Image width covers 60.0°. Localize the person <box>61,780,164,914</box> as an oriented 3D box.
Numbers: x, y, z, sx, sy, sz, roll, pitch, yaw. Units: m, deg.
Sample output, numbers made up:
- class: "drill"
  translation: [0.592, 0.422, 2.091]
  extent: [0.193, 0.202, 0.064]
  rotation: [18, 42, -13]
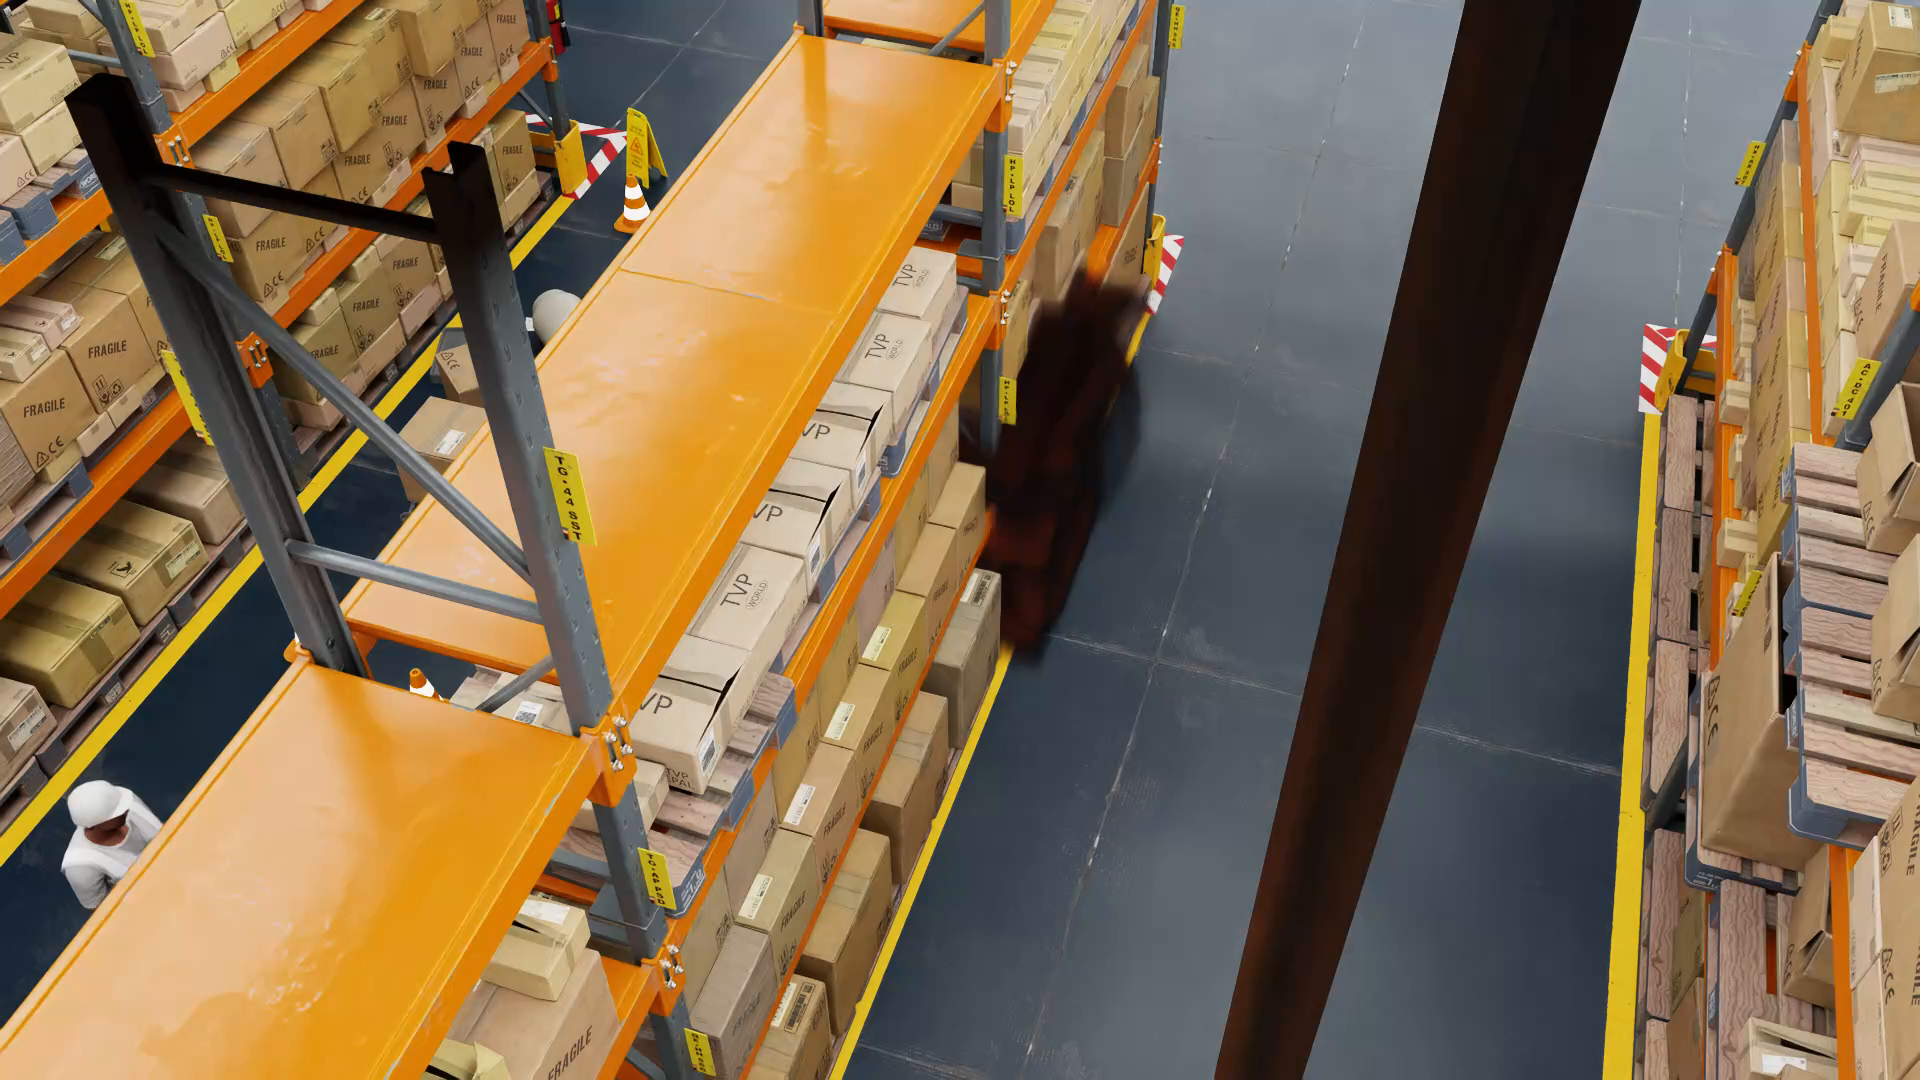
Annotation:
- class: "person"
  translation: [-3.981, 1.741, 8.151]
  extent: [0.376, 1.786, 0.573]
  rotation: [12, 47, 12]
